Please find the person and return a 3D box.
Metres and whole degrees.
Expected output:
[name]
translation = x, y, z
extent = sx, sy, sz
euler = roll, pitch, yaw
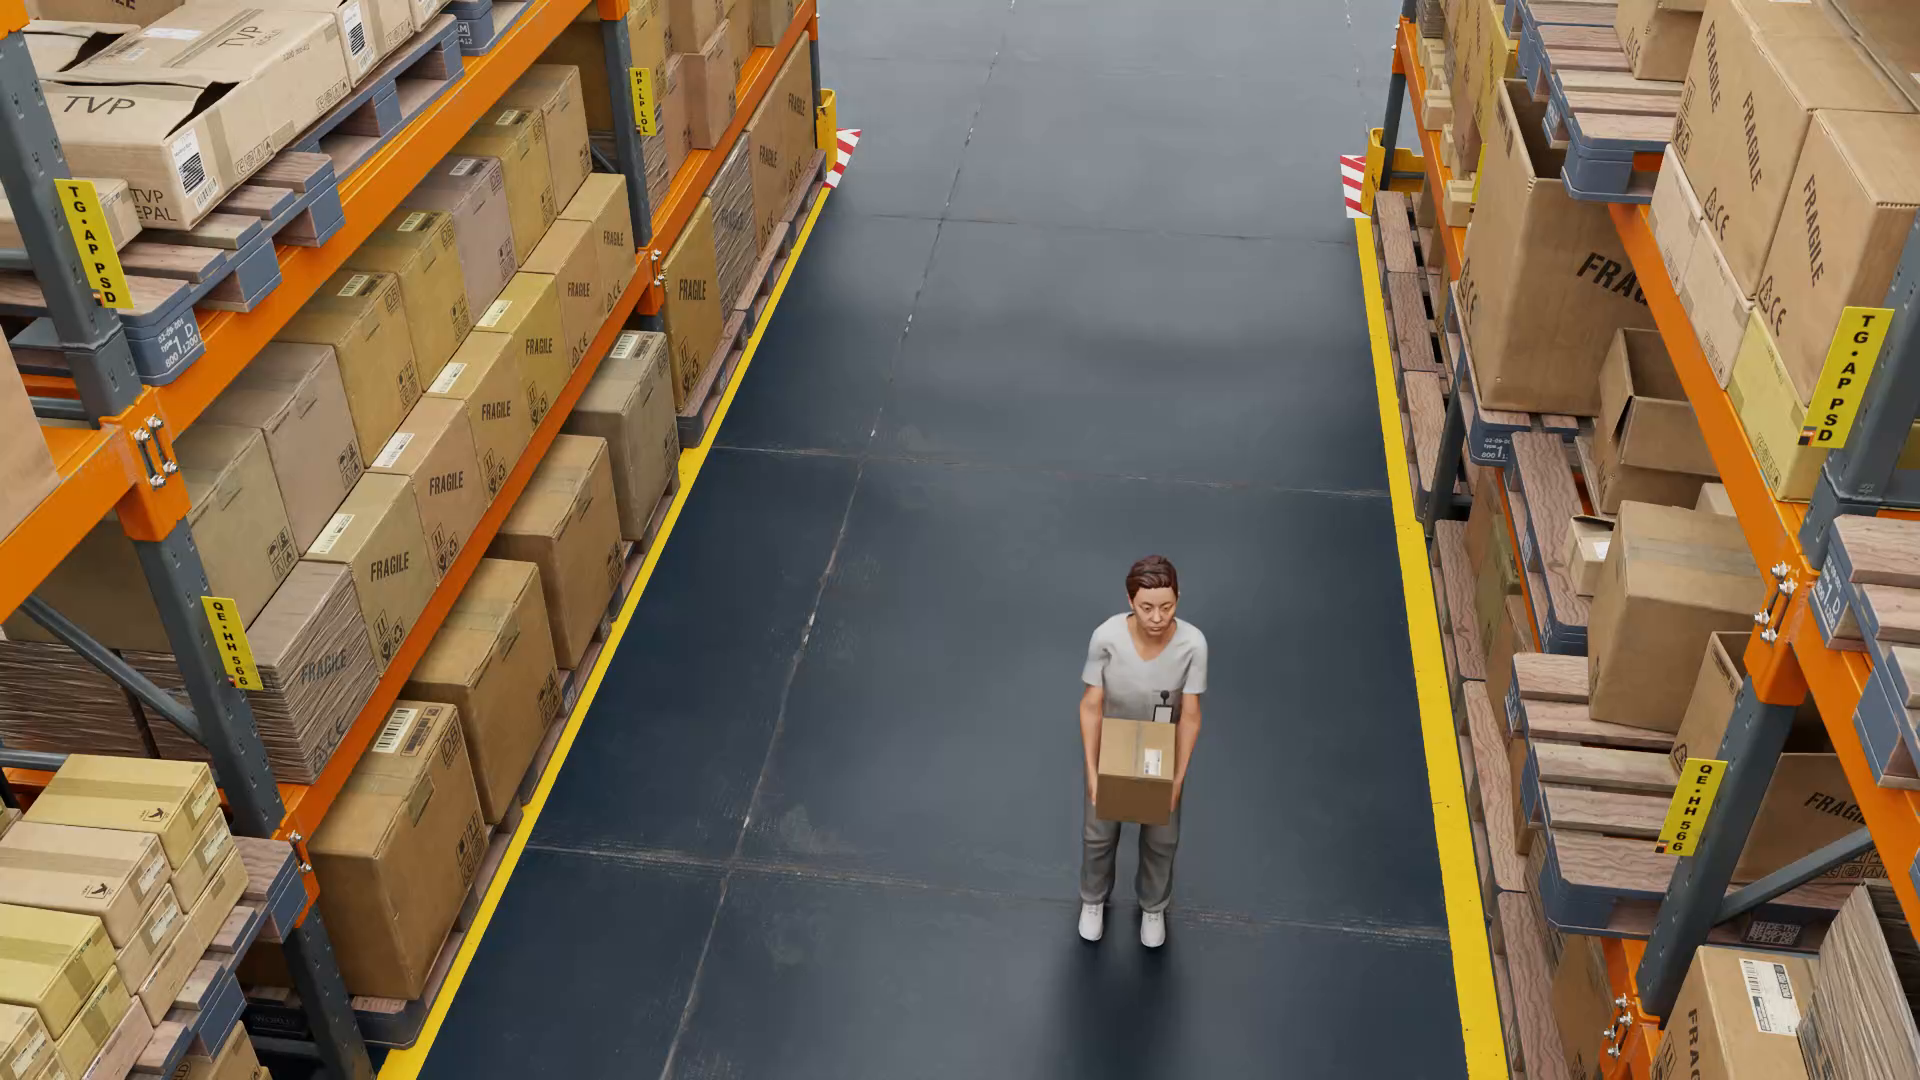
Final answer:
[person]
translation = 0.630, 0.816, 5.937
extent = 0.435, 1.668, 0.538
euler = 4, 36, 6
